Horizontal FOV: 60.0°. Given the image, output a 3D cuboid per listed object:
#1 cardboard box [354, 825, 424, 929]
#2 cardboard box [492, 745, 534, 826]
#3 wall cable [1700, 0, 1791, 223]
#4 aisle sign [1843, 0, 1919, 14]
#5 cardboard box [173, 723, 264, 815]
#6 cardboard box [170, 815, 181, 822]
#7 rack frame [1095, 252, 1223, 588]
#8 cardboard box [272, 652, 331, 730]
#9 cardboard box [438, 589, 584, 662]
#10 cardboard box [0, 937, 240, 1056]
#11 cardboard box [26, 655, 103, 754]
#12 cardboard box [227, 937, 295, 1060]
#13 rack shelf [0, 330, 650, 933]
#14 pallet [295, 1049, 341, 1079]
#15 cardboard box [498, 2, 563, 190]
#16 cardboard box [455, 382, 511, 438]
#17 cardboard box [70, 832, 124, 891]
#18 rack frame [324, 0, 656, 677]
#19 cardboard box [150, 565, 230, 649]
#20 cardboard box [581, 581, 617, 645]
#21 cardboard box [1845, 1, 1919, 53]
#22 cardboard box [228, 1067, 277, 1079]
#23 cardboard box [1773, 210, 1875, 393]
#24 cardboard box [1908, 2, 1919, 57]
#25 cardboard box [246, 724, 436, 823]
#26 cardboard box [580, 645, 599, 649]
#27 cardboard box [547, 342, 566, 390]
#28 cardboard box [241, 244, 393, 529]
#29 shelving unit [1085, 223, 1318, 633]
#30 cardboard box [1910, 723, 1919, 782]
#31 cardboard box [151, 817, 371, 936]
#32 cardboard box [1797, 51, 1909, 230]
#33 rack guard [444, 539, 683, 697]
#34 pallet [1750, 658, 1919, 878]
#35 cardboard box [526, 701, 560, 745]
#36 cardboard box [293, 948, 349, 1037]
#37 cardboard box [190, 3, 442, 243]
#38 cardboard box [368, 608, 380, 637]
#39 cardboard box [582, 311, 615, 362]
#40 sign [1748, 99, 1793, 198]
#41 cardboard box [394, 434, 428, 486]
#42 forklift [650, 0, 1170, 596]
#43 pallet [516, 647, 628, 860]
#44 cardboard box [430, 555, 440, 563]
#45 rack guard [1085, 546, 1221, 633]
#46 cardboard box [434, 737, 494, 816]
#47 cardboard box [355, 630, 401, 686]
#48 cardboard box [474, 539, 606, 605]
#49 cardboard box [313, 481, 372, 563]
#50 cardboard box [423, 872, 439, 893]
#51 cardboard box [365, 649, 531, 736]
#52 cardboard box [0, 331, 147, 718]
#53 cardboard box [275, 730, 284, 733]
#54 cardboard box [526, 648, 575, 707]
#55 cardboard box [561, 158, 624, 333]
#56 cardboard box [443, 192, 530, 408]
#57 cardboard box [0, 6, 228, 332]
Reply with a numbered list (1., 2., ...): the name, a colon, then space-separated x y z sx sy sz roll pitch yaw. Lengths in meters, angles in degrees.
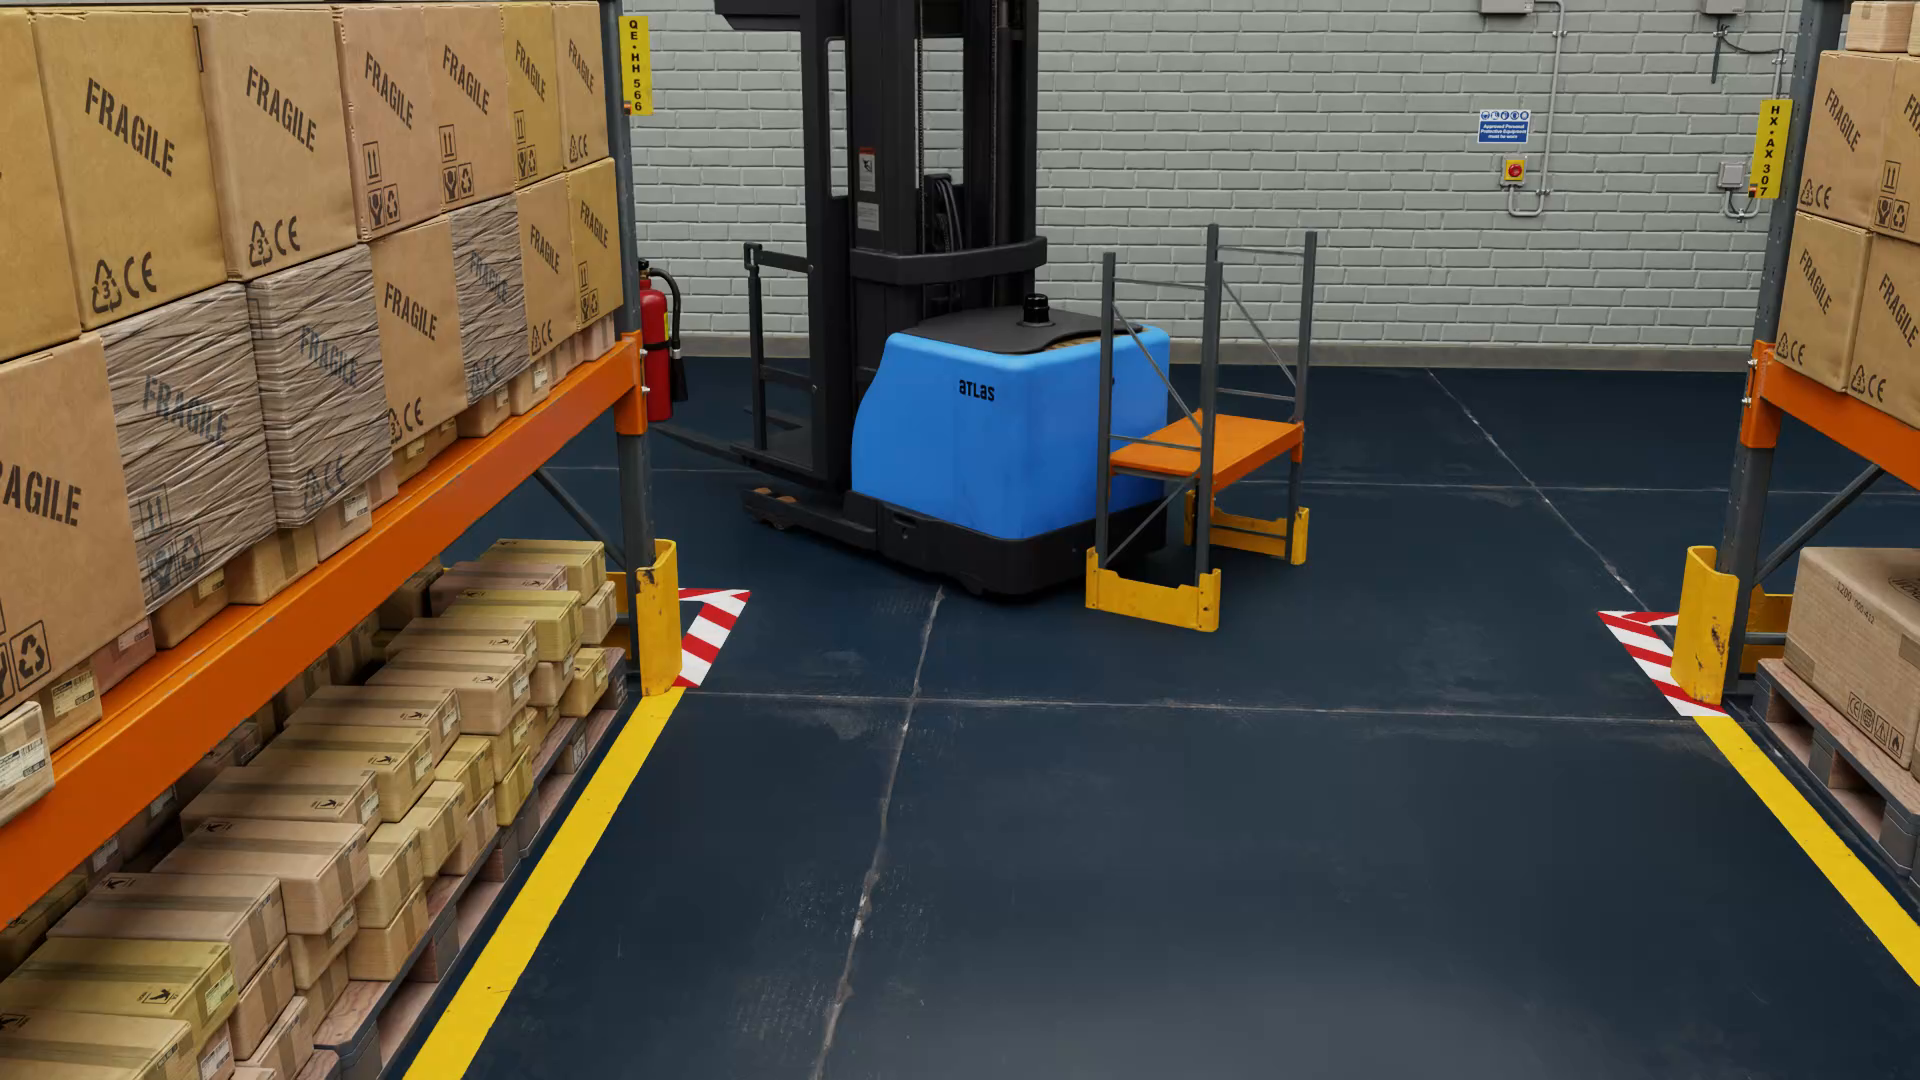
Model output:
1. cardboard box: -1.541 0.813 4.050 0.380 0.149 0.250 1 18 3
2. cardboard box: -1.469 0.708 4.848 0.380 0.149 0.250 0 18 1
3. wall cable: 5.084 -3.062 10.820 0.588 1.984 0.122 1 18 4
4. aisle sign: 3.004 -2.120 5.401 0.394 0.787 0.004 1 18 4
5. cardboard box: -2.030 0.582 4.278 0.380 0.149 0.250 1 18 4
6. cardboard box: -2.014 0.728 4.309 0.380 0.149 0.250 2 18 7
7. rack frame: 0.785 -0.386 6.694 0.500 1.500 0.032 11 21 30
8. cardboard box: -2.043 0.421 4.769 0.380 0.149 0.250 2 18 6
9. cardboard box: -1.409 0.268 5.237 0.380 0.149 0.250 1 18 3
10. cardboard box: -1.664 0.914 3.266 0.380 0.149 0.250 1 18 3
11. cardboard box: -1.652 0.264 2.703 0.380 0.149 0.250 2 18 6
12. cardboard box: -1.666 0.975 3.557 0.380 0.149 0.250 0 18 1
13. rack shelf: -1.800 0.028 4.175 1.077 0.370 4.000 1 18 4
14. pallet: -1.931 1.423 3.241 1.003 0.211 1.213 1 18 4
15. cardboard box: -1.478 -1.294 4.810 0.500 0.500 0.500 1 18 2
16. cardboard box: -1.500 -0.392 4.707 0.380 0.149 0.250 0 18 1
17. cardboard box: -2.164 0.741 3.793 0.380 0.149 0.250 0 18 1
18. rack frame: -1.657 -0.935 5.959 1.000 3.000 0.127 1 18 4
19. cardboard box: -1.660 0.096 3.216 0.380 0.149 0.250 0 18 1
20. cardboard box: -1.410 0.249 5.771 0.380 0.149 0.250 1 18 2
21. cardboard box: 2.986 -1.583 5.128 0.380 0.149 0.250 2 18 5
22. cardboard box: -1.612 1.196 3.361 0.380 0.149 0.250 1 18 4
23. cardboard box: 2.967 -0.761 5.266 0.500 0.500 0.500 1 18 3
24. cardboard box: 2.905 -1.421 4.636 0.380 0.149 0.250 2 18 6
25. cardboard box: -1.575 0.593 4.245 0.380 0.149 0.250 1 18 4
26. cardboard box: -1.486 0.388 5.824 0.380 0.149 0.250 2 18 5
27. cardboard box: -1.456 -0.553 5.198 0.380 0.149 0.250 1 18 3
28. cardboard box: -1.556 -0.339 3.502 0.500 0.500 0.500 1 18 3
29. shelving unit: 1.058 -0.523 7.111 0.587 1.500 1.083 11 21 30
30. cardboard box: 3.283 0.654 4.551 0.875 0.438 0.875 2 18 5
31. cardboard box: -1.569 0.755 3.750 0.380 0.149 0.250 2 18 5
32. cardboard box: 2.969 -1.236 5.111 0.500 0.500 0.500 1 18 3
33. rack guard: -1.662 0.277 6.276 1.175 0.500 0.348 1 18 4
34. pallet: 3.309 0.719 5.388 1.003 0.211 1.213 1 18 4
35. cardboard box: -1.509 0.551 5.329 0.380 0.149 0.250 1 18 4
36. cardboard box: -1.659 1.031 3.862 0.380 0.149 0.250 1 18 2
37. cardboard box: -1.541 -0.968 3.815 0.500 0.500 0.500 1 18 2
38. cardboard box: -2.079 0.256 5.272 0.380 0.149 0.250 1 18 4
39. cardboard box: -1.398 -0.708 5.670 0.380 0.149 0.250 1 18 4
40. sign: 2.735 -1.319 5.614 0.100 0.325 0.005 1 18 4
41. cardboard box: -1.581 -0.227 4.202 0.380 0.149 0.250 2 18 5
42. forklift: -0.428 -1.537 7.905 1.130 2.935 3.031 -16 24 -40
43. pallet: -1.756 0.665 5.553 1.003 0.211 1.213 1 18 4
44. cardboard box: -2.033 0.093 5.771 0.380 0.149 0.250 0 18 1
45. rack guard: 0.795 0.202 6.904 0.587 0.250 0.087 11 21 30
46. cardboard box: -1.507 0.651 4.545 0.380 0.149 0.250 2 18 7
47. cardboard box: -1.956 0.398 5.318 0.380 0.149 0.250 2 18 5
48. cardboard box: -1.442 0.108 5.726 0.380 0.149 0.250 1 18 5
49. cardboard box: -1.551 -0.064 3.704 0.380 0.149 0.250 2 18 6
50. cardboard box: -1.602 0.870 4.356 0.380 0.149 0.250 2 18 5
51. cardboard box: -1.455 0.431 4.738 0.380 0.149 0.250 2 18 6
52. cardboard box: -1.657 -0.030 2.558 0.500 0.500 0.500 1 18 3
53. cardboard box: -2.006 0.560 4.824 0.380 0.149 0.250 0 18 1
54. cardboard box: -1.445 0.411 5.279 0.380 0.149 0.250 1 18 2
55. cardboard box: -1.432 -0.978 5.454 0.500 0.500 0.500 2 18 5
56. cardboard box: -1.501 -0.661 4.484 0.500 0.500 0.500 1 18 4
57. cardboard box: -1.646 -0.653 2.853 0.500 0.500 0.500 1 18 2
